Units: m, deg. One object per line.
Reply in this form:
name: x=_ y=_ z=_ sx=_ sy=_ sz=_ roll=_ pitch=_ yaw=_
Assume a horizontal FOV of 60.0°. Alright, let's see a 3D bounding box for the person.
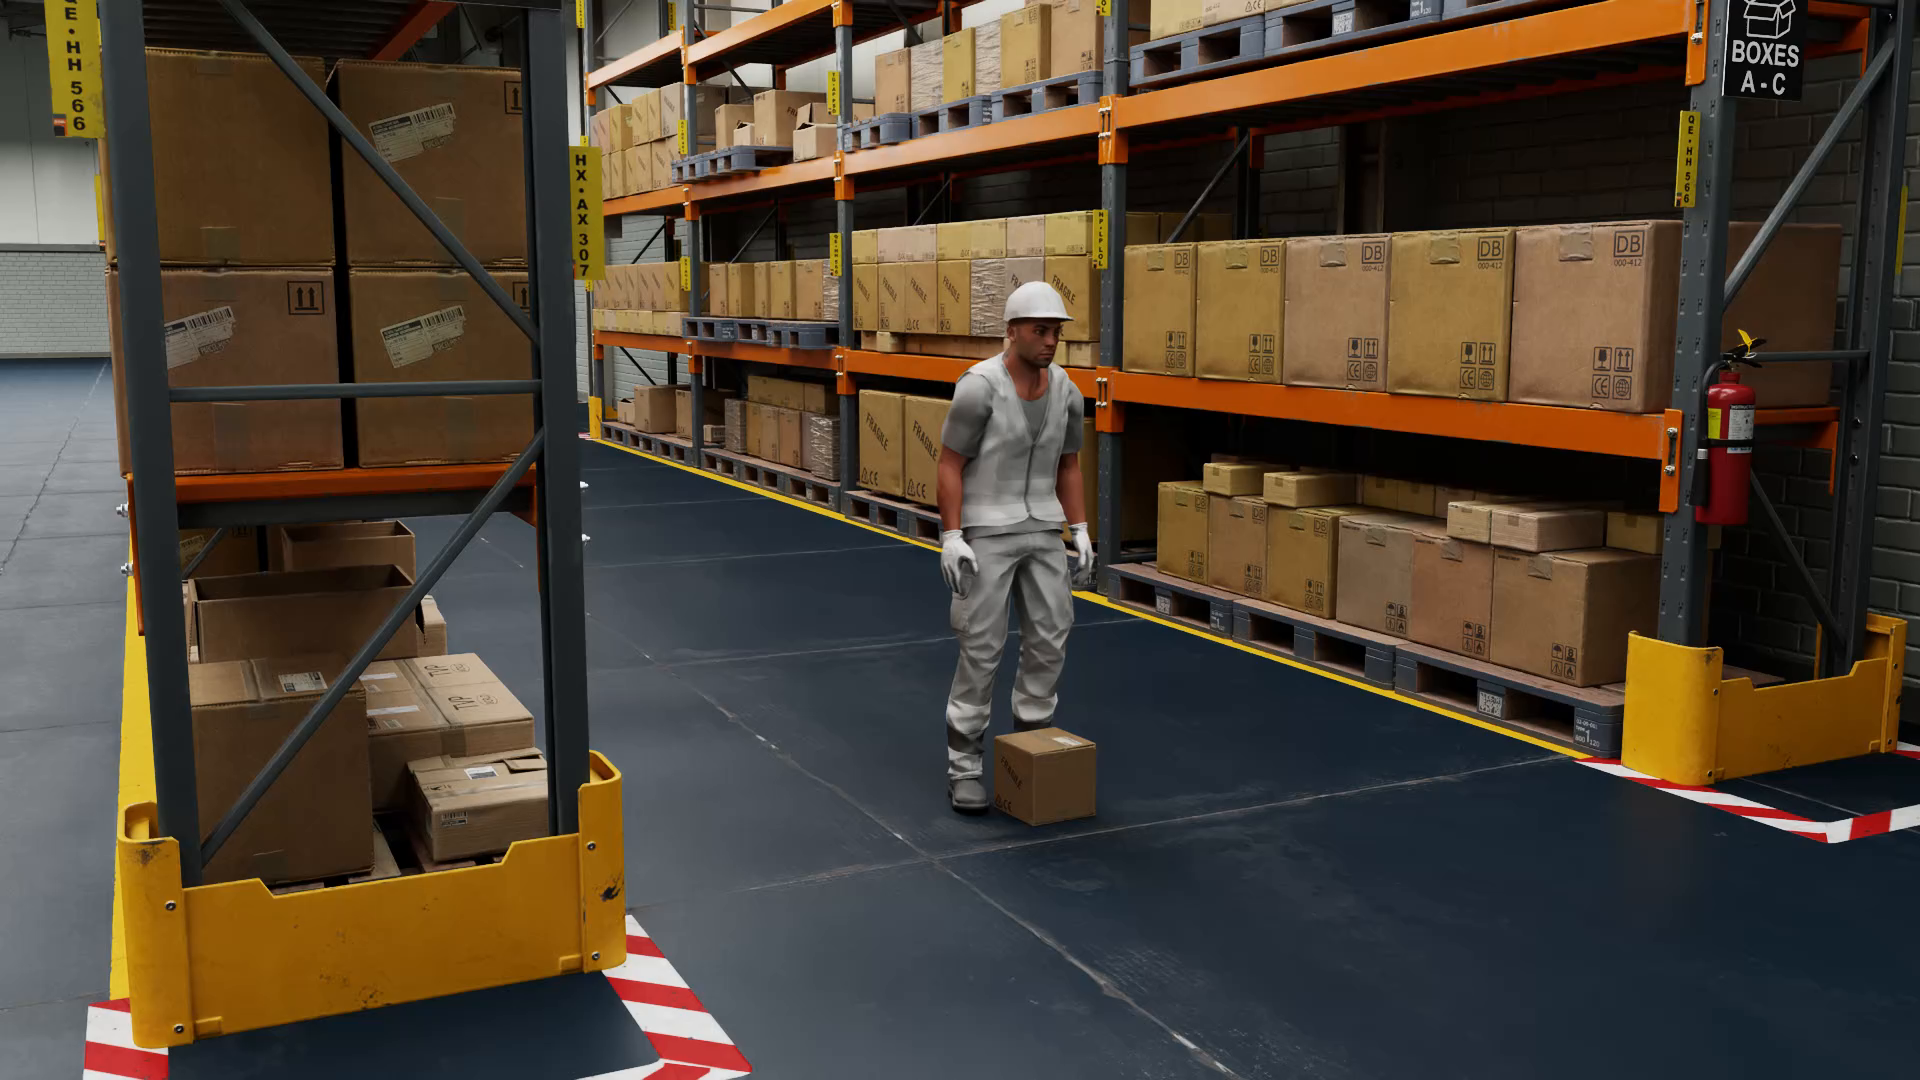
person: x=0.198 y=0.012 z=5.712 sx=0.616 sy=1.778 sz=0.453 roll=-5 pitch=10 yaw=-29
